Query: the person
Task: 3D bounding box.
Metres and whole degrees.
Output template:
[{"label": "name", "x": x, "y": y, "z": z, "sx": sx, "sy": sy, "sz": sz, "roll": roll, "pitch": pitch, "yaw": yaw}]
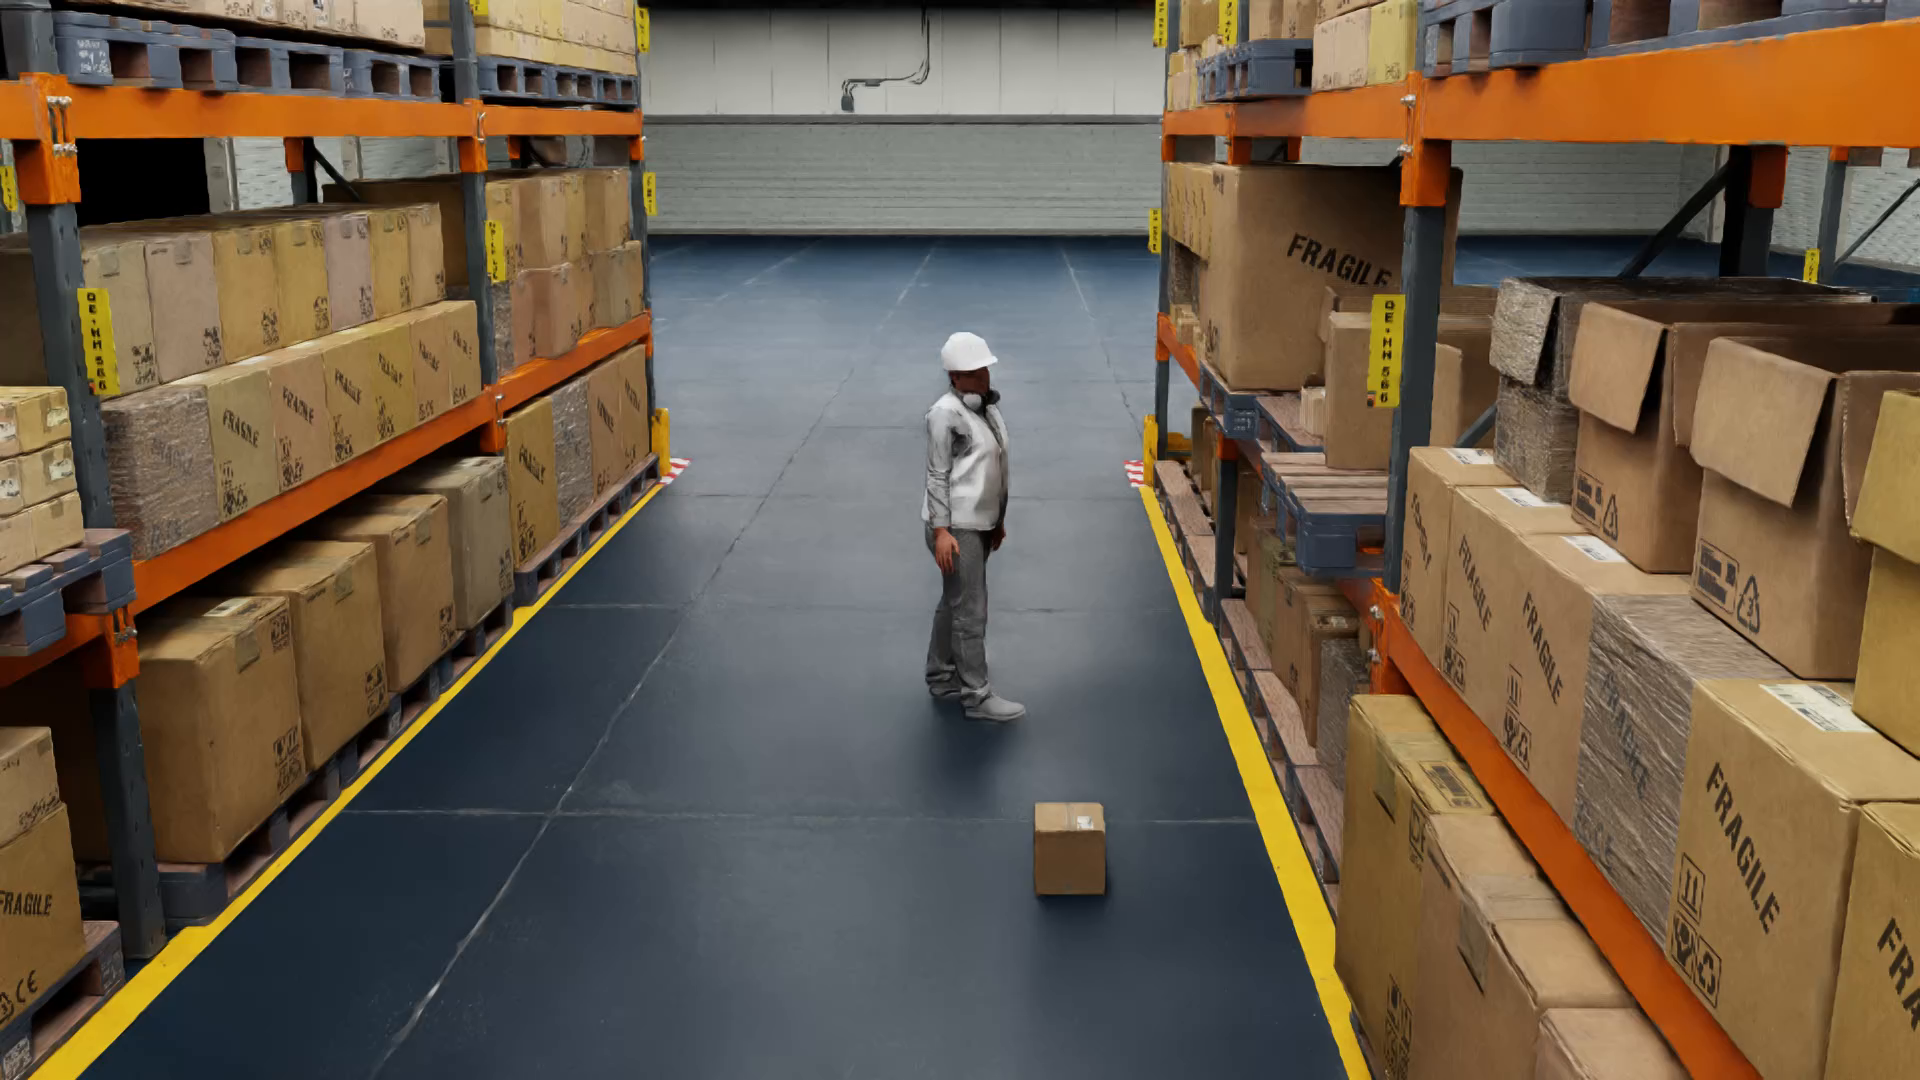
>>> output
[{"label": "person", "x": 0.068, "y": -0.068, "z": 7.624, "sx": 0.584, "sy": 1.770, "sz": 0.645, "roll": 5, "pitch": 15, "yaw": 19}]
